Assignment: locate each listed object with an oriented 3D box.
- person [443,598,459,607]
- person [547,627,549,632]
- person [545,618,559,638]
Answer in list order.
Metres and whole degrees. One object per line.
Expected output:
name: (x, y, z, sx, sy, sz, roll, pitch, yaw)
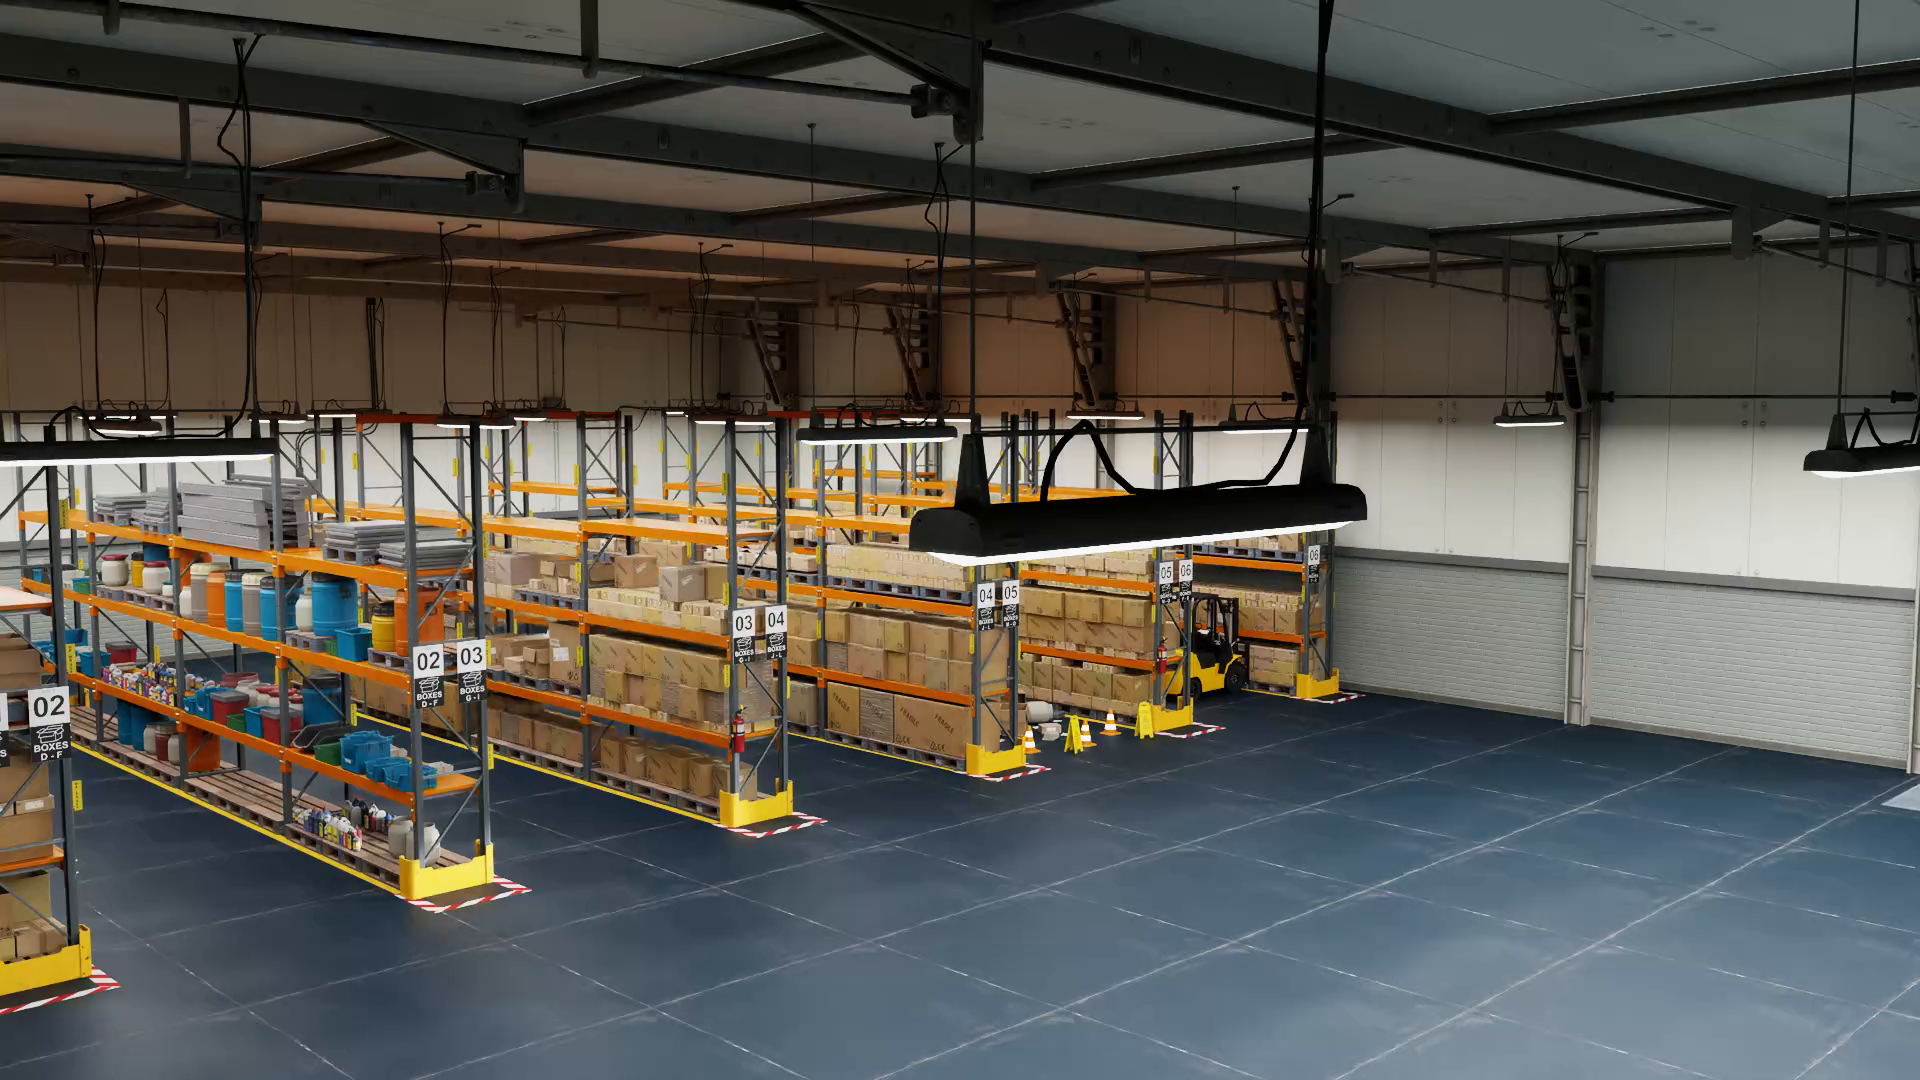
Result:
person: (-12.061, 2.062, 39.262, 0.763, 1.738, 0.928, 1, 5, 11)
person: (-10.117, 1.880, 41.713, 0.658, 1.697, 0.633, 5, 7, 44)
person: (-8.488, 2.472, 34.905, 0.591, 1.700, 0.914, -5, 7, -44)
